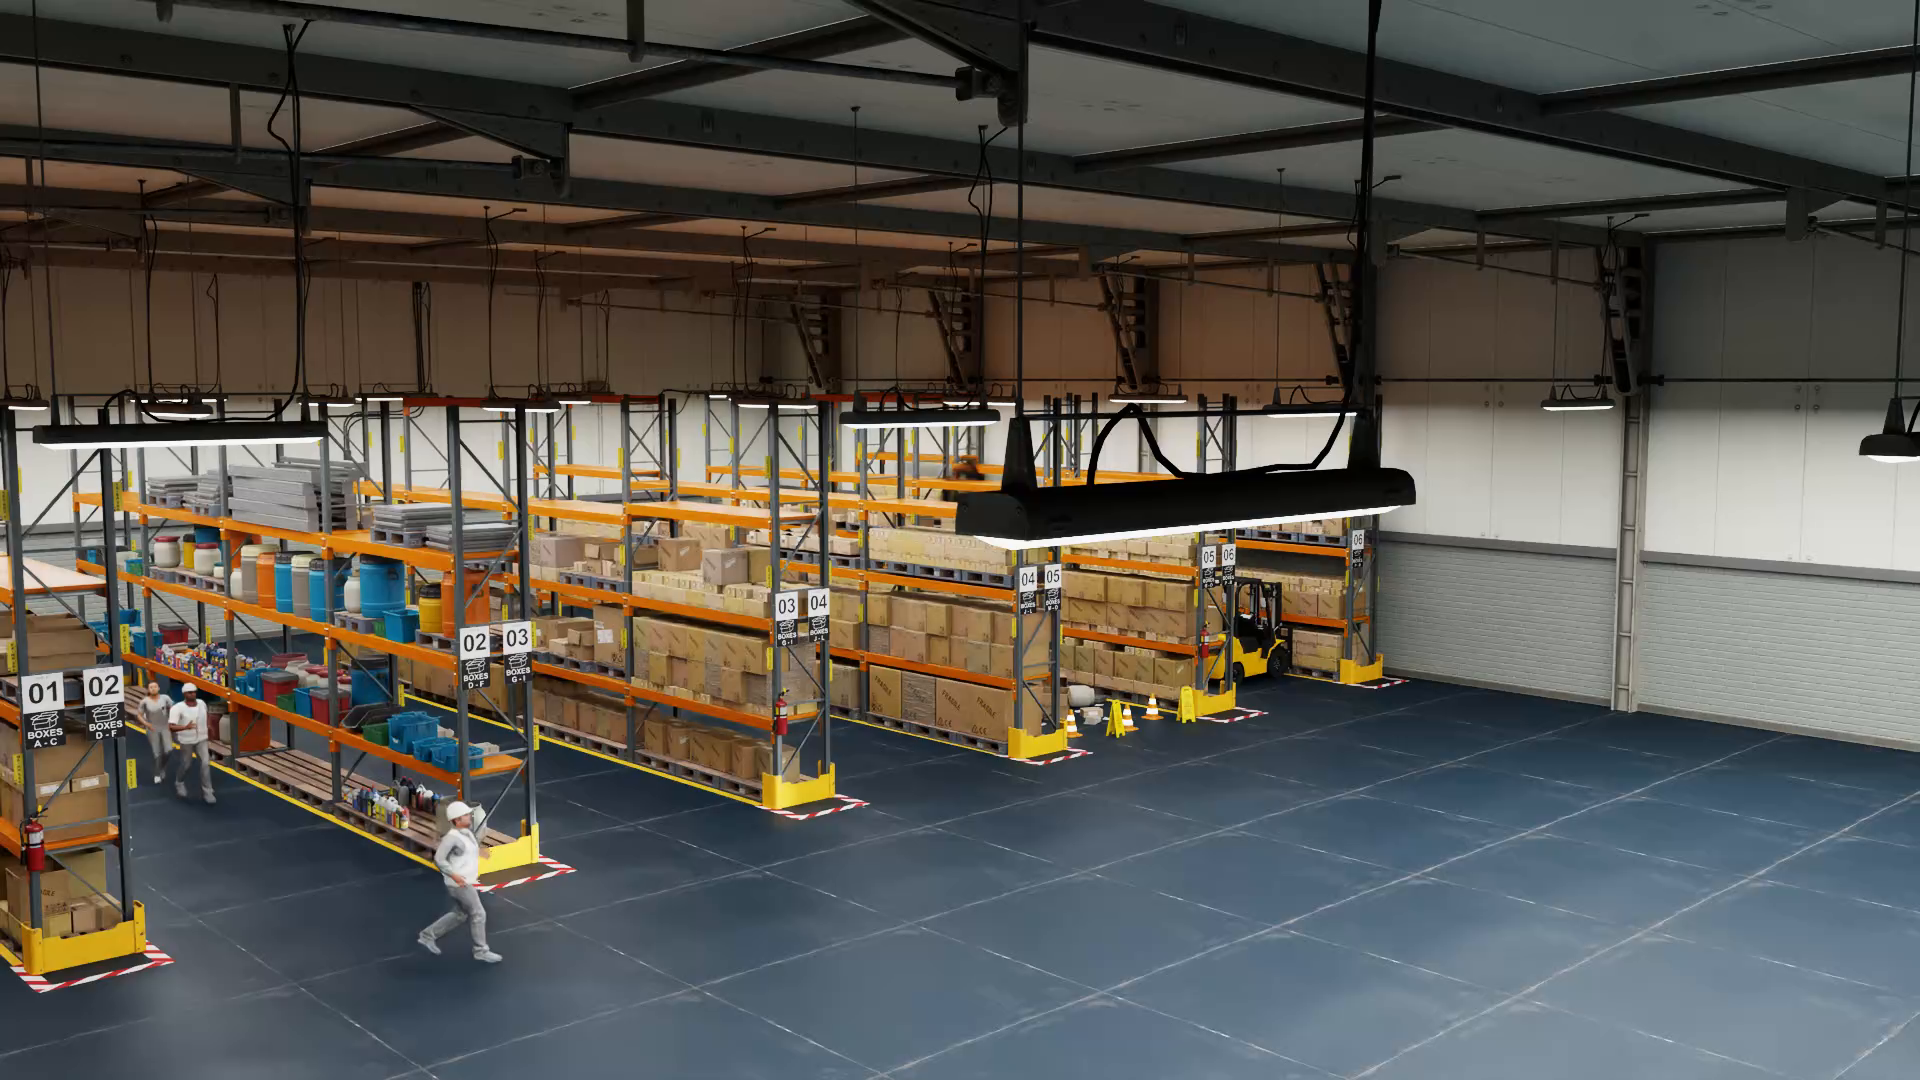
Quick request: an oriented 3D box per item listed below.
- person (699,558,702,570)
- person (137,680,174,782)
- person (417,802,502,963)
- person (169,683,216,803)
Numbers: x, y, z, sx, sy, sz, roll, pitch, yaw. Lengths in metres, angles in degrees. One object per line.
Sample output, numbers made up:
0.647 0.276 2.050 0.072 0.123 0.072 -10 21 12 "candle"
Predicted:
-7.021 1.215 44.211 0.591 1.696 0.722 -2 6 -17 "person"
-12.569 3.001 26.076 0.578 1.628 0.537 -4 7 -36 "person"
-5.446 3.708 18.042 0.888 1.786 0.649 -1 6 -11 "person"
-11.482 3.009 24.870 0.983 1.760 0.660 5 7 42 "person"
